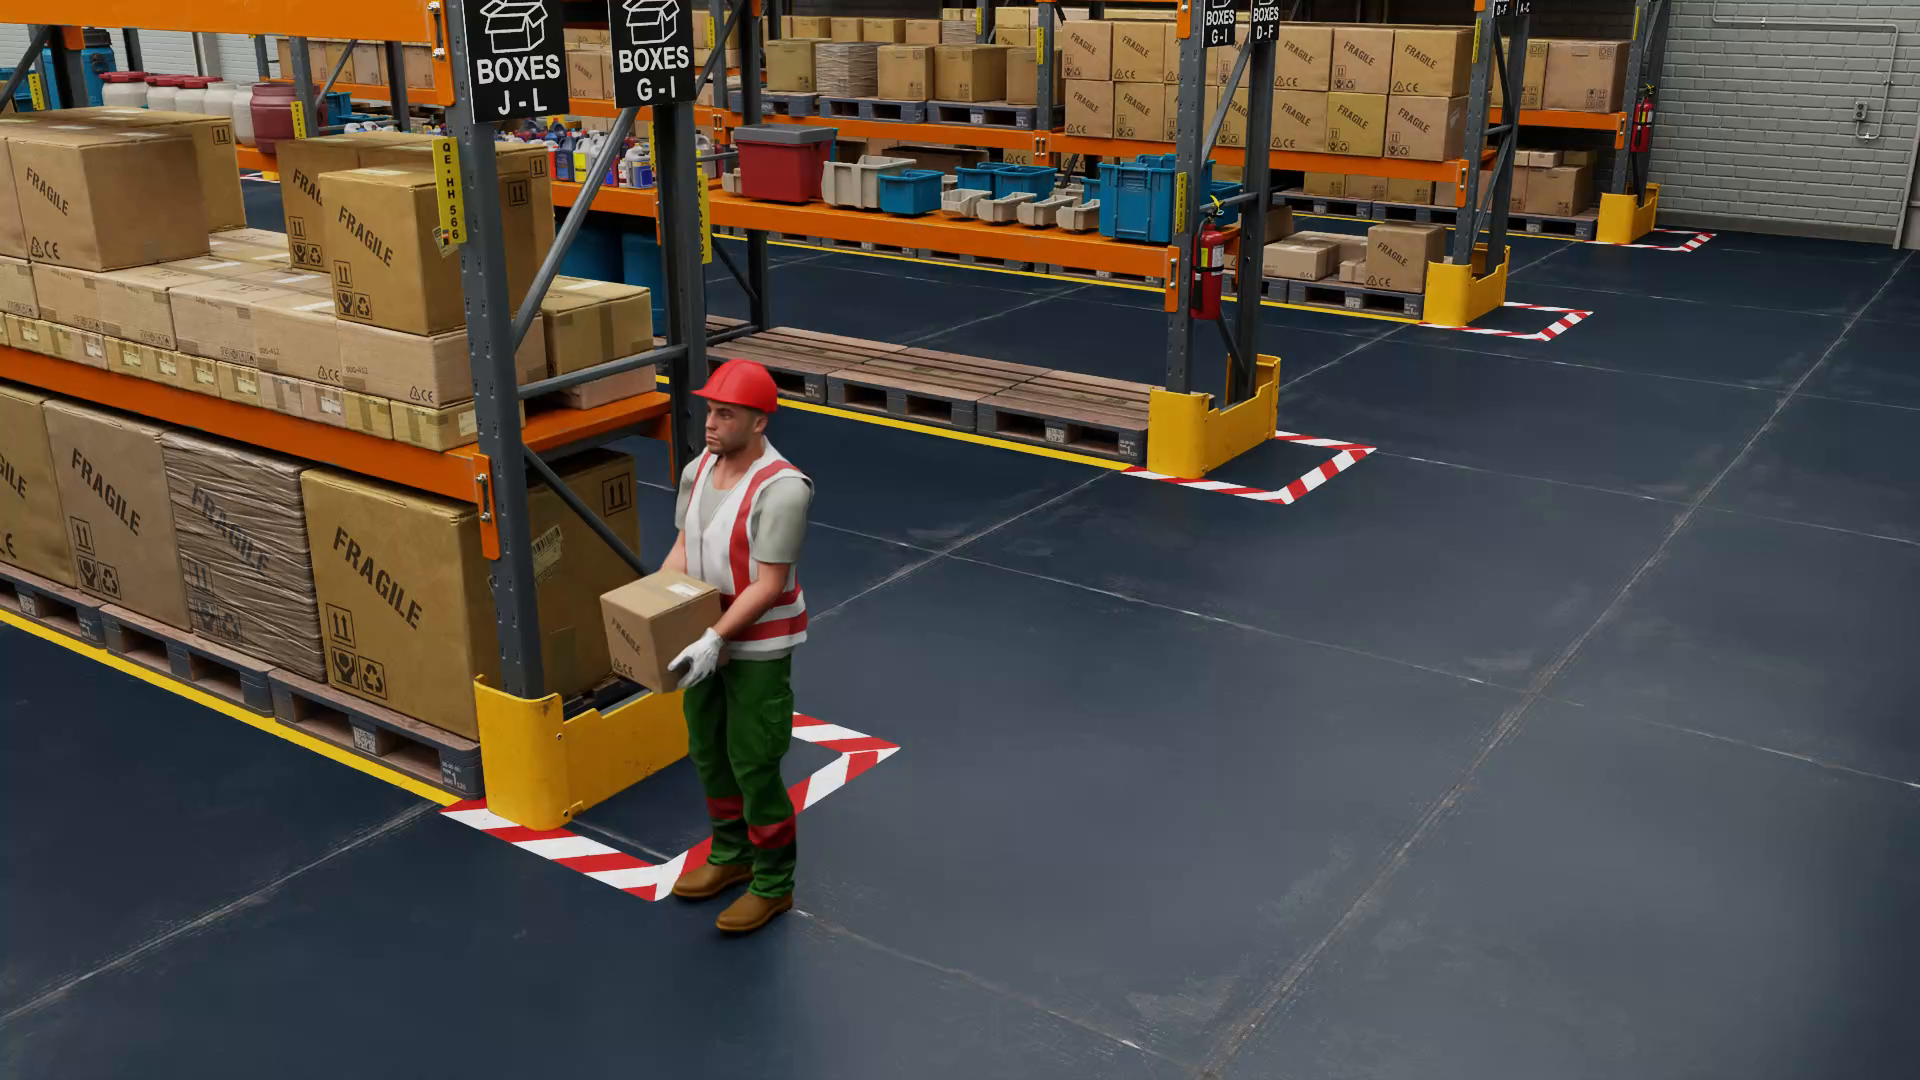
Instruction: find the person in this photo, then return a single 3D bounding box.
[{"bbox_3d":[-0.738,0.345,5.060,0.547,1.793,0.519,-18,27,-41],"label":"person"}]
